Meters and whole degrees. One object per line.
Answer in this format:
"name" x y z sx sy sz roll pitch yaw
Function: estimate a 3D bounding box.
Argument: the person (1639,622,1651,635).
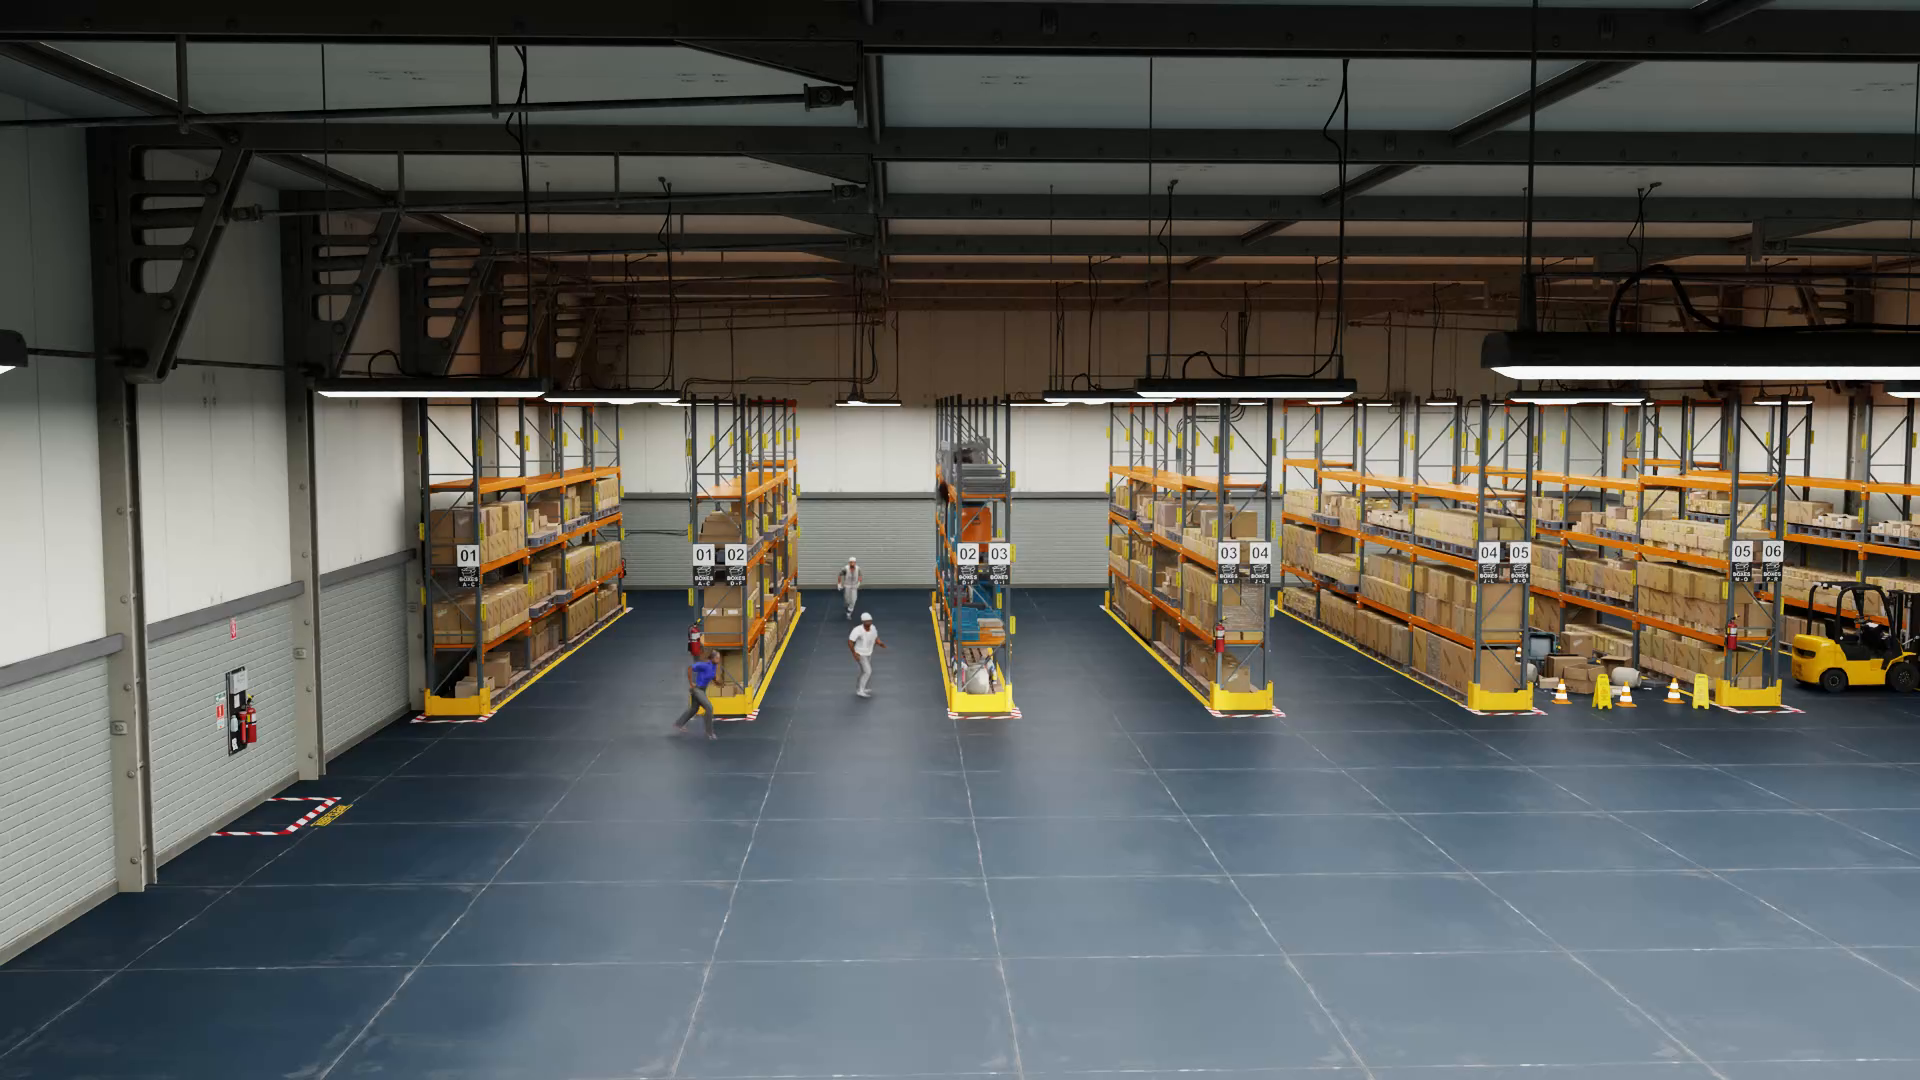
"person" 17.304 1.652 42.030 0.543 1.550 0.666 -2 5 -21

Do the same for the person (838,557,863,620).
"person" -2.991 1.303 45.353 0.662 1.715 0.706 -2 5 -20

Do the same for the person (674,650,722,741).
"person" -4.579 2.698 28.891 0.955 1.615 0.621 2 5 24

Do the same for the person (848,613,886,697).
"person" -1.873 2.283 33.216 0.804 1.702 0.711 3 5 31
